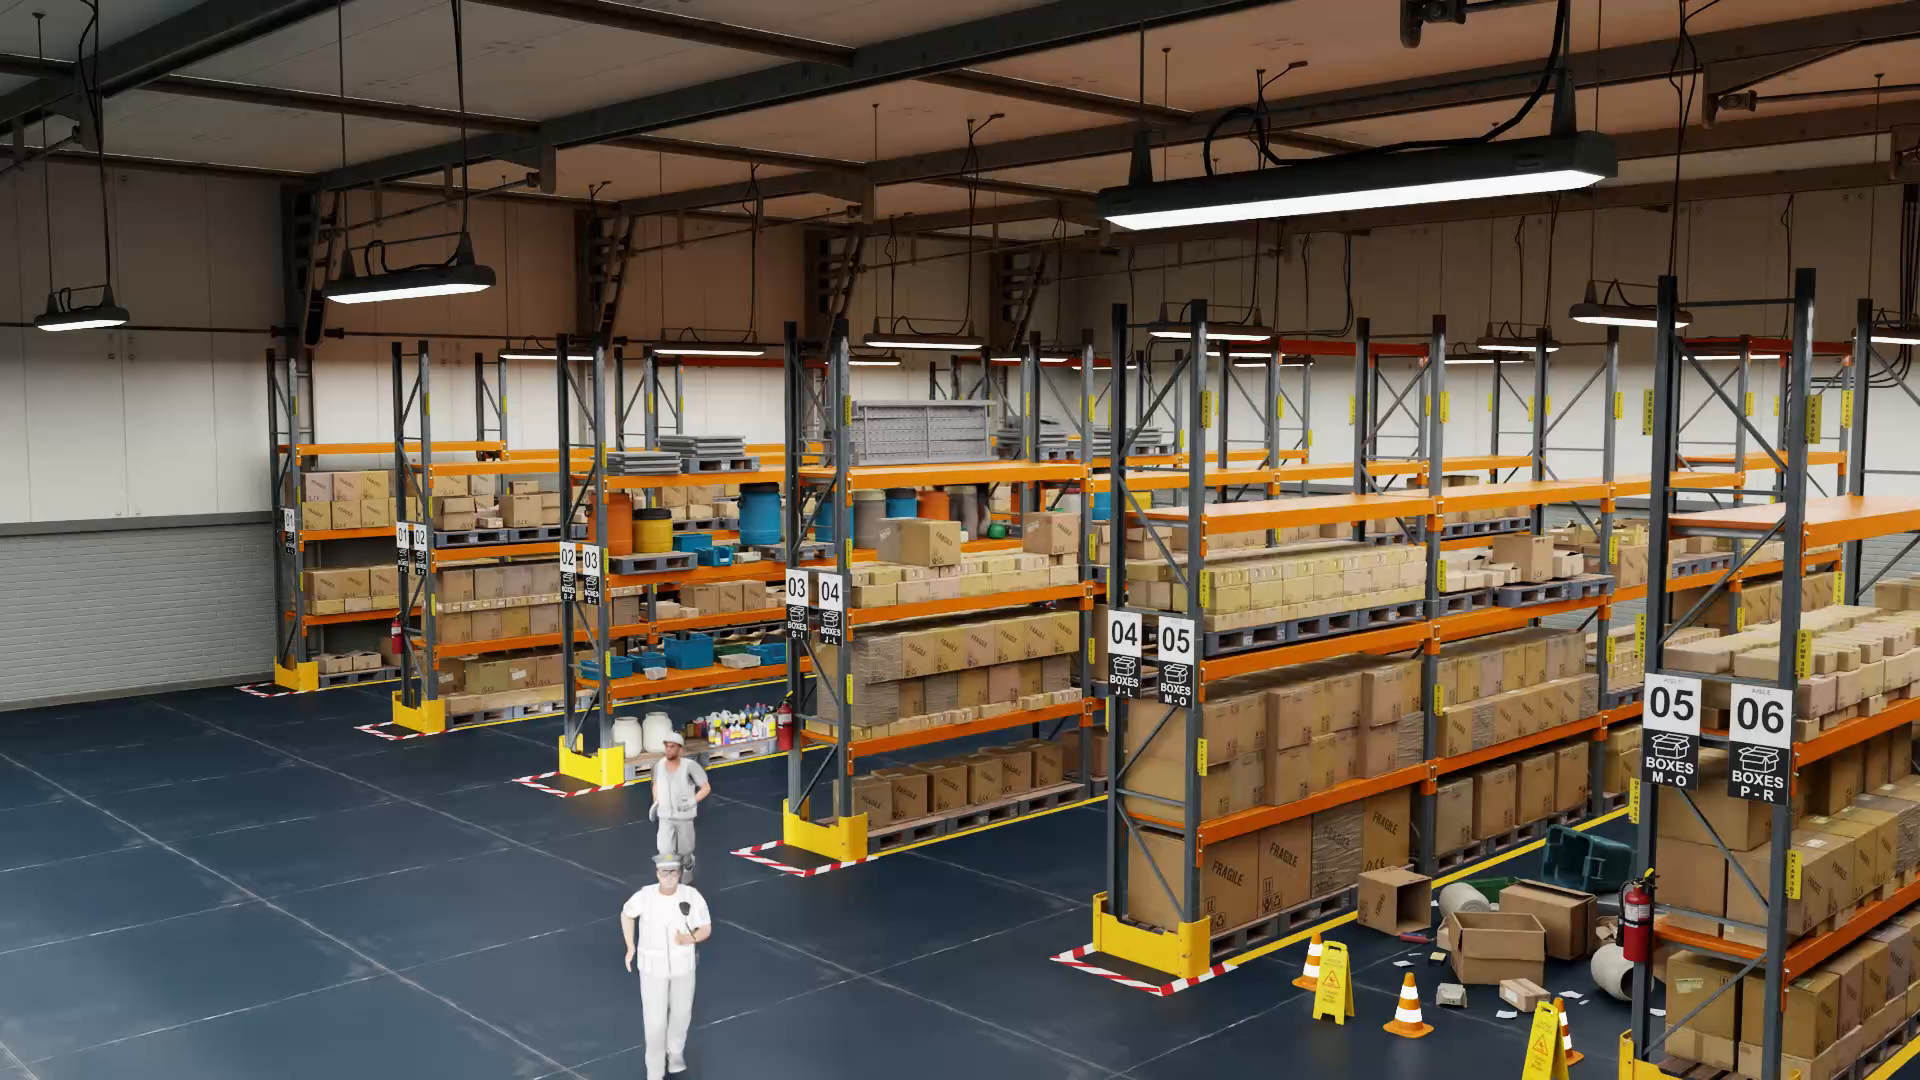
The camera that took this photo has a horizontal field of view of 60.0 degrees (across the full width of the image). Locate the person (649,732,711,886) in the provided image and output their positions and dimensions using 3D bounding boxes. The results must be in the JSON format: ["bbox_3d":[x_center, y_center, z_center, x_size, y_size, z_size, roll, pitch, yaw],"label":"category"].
[{"bbox_3d":[-2.851,2.828,16.890,0.646,1.779,0.820,1,5,9],"label":"person"}]

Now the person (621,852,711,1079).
[{"bbox_3d":[-2.169,3.220,12.369,0.633,1.851,0.760,-2,5,-17],"label":"person"}]
